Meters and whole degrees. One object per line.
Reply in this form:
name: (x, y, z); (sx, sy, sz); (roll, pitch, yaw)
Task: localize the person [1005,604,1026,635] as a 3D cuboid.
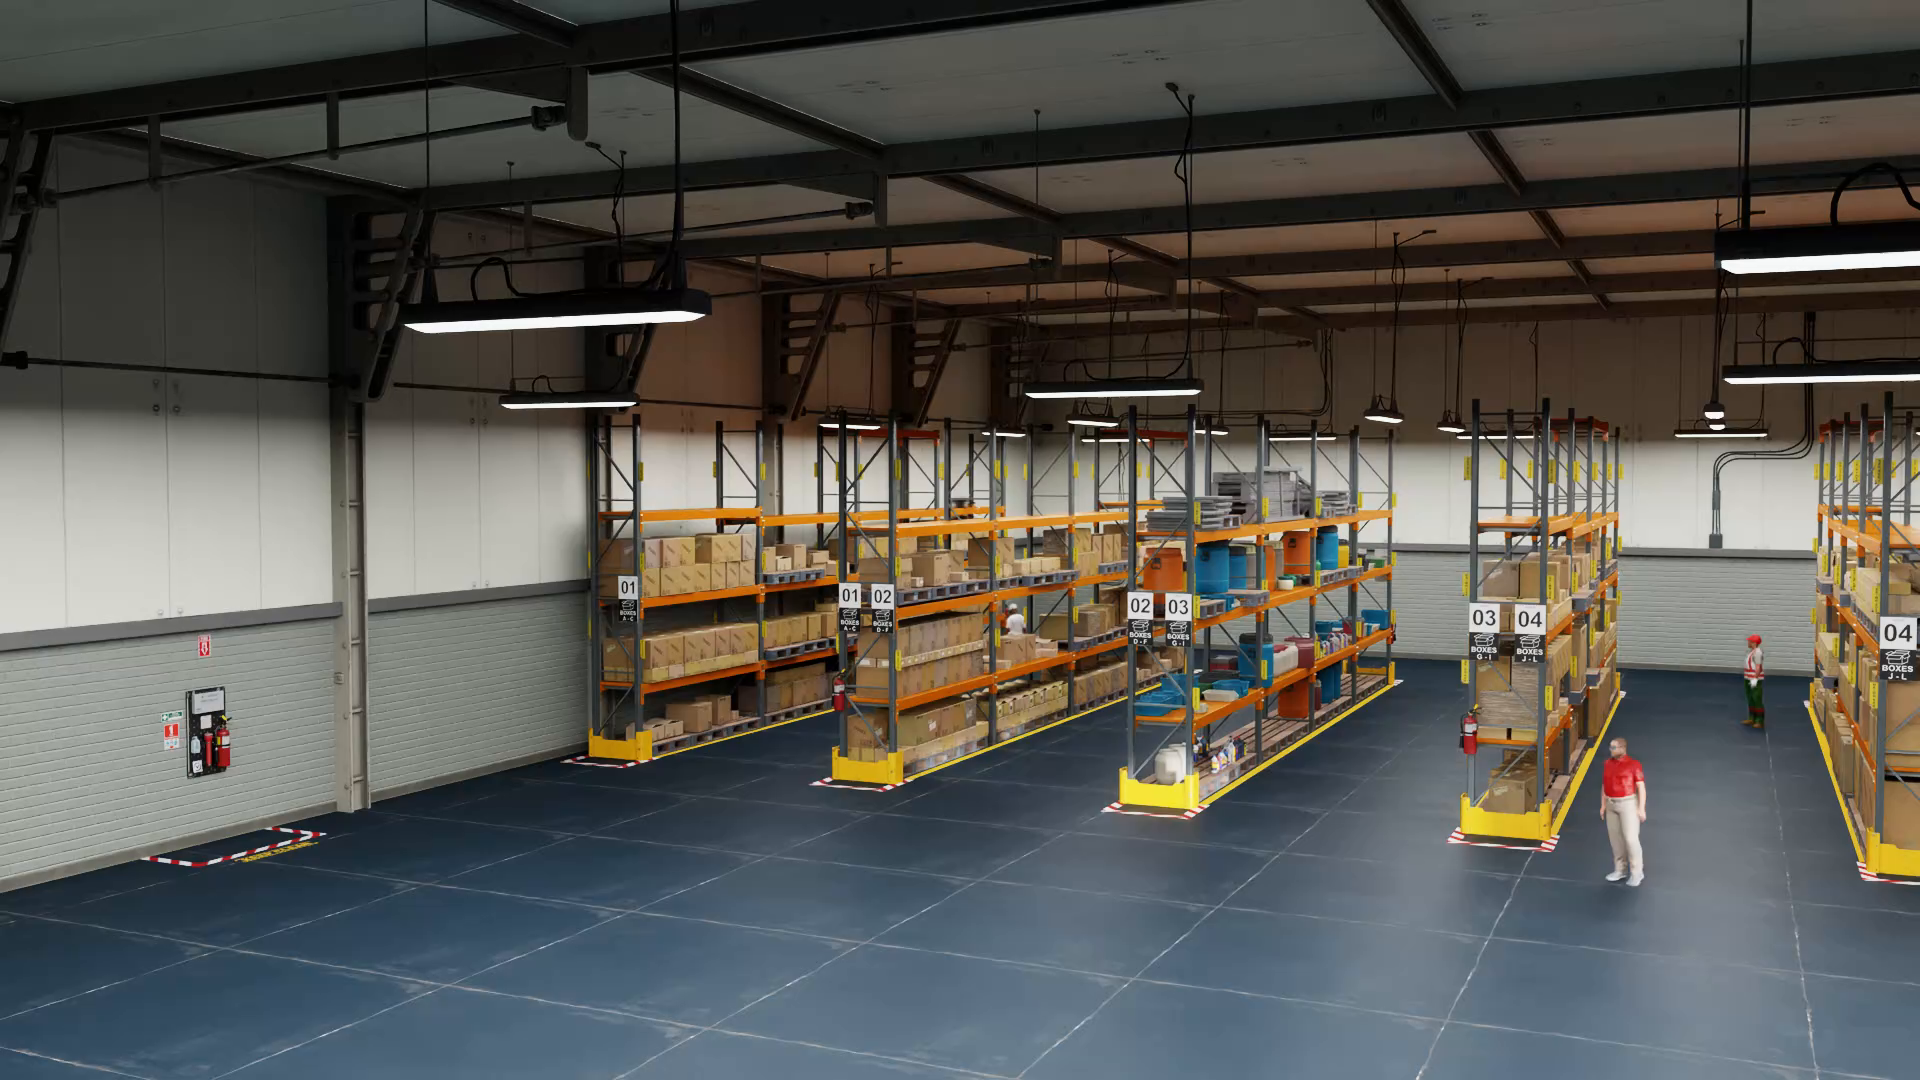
person: (1.304, 2.448, 40.759); (0.600, 1.766, 0.411); (-2, 3, -38)

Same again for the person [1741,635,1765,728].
person: (15.619, 2.771, 32.725); (0.387, 1.823, 0.553); (0, 2, -7)

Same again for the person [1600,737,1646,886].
person: (8.093, 3.316, 20.379); (0.389, 1.782, 0.605); (-1, 3, -30)
